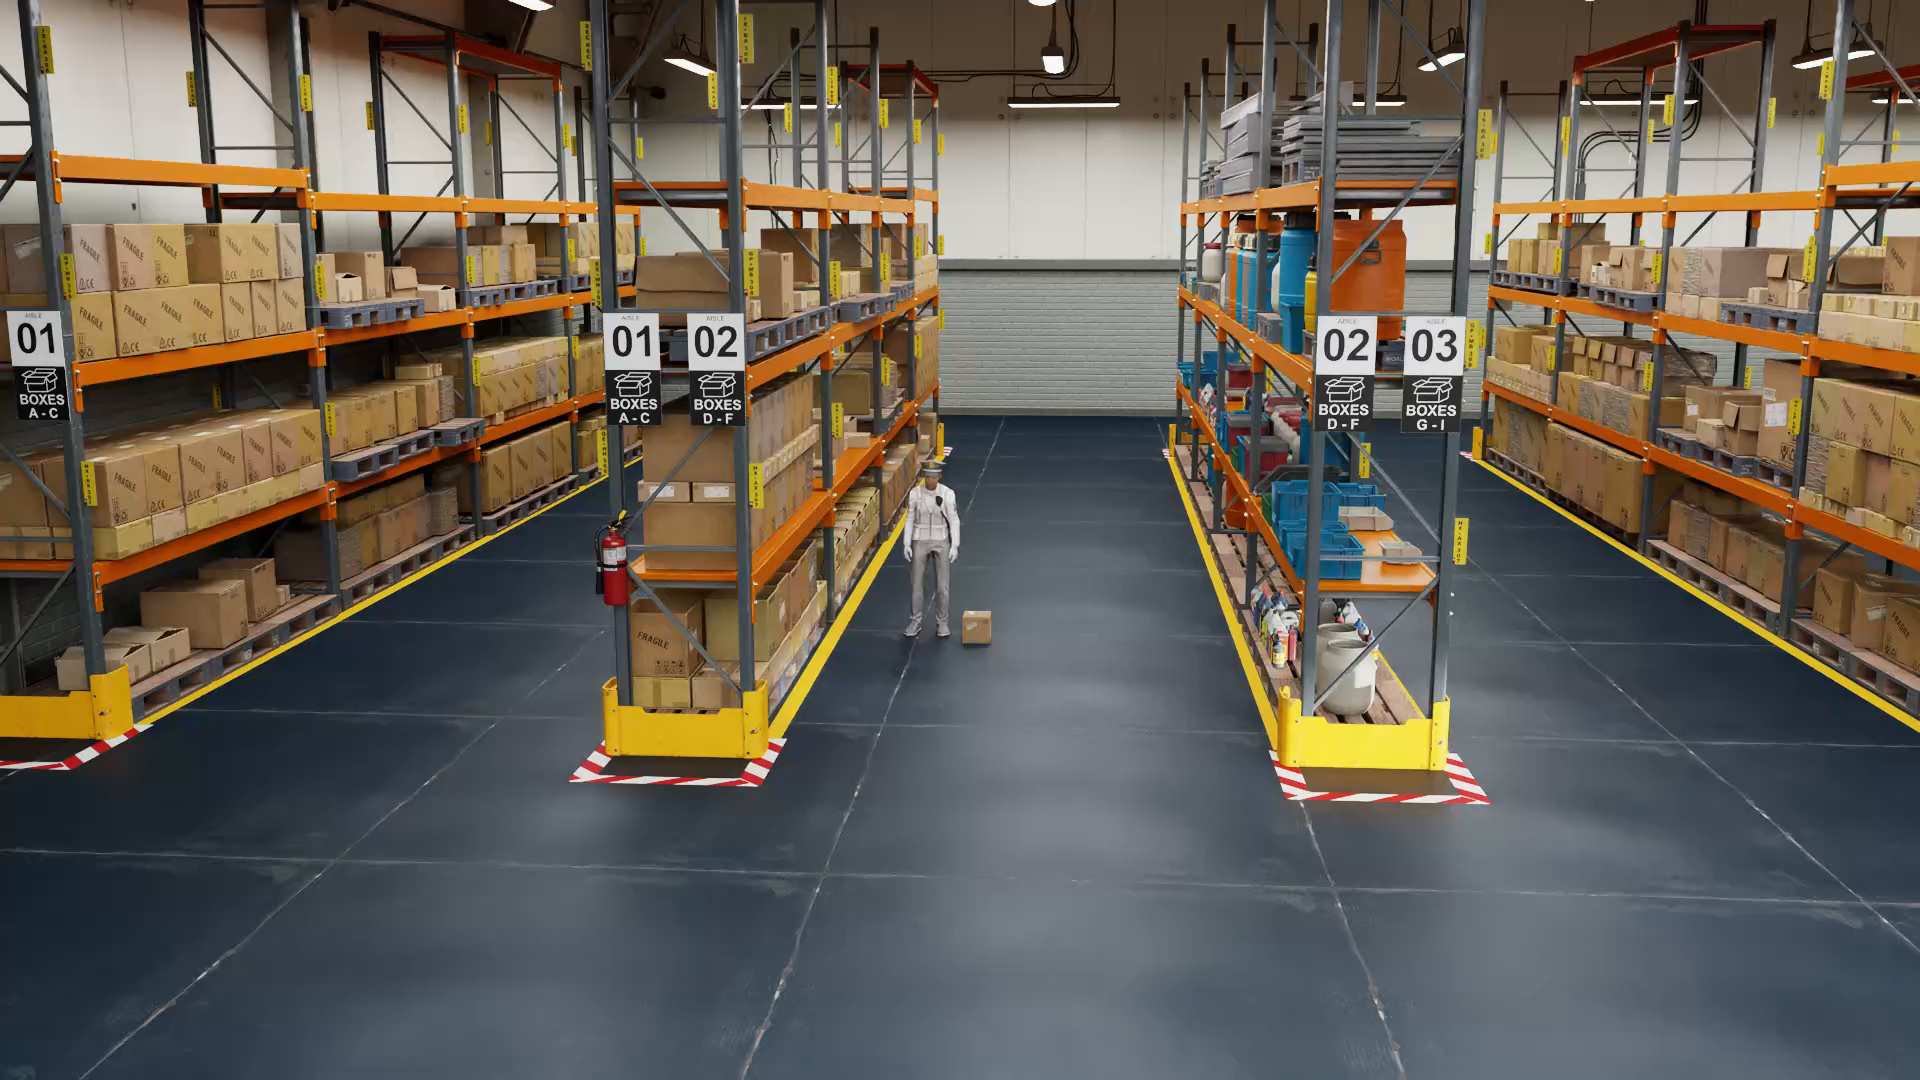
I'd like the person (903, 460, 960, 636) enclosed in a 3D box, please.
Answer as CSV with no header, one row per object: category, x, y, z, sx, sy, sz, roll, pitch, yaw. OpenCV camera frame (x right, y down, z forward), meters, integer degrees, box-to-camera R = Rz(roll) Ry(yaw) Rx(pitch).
person,-0.268,0.065,15.581,0.529,1.664,0.371,1,11,6
